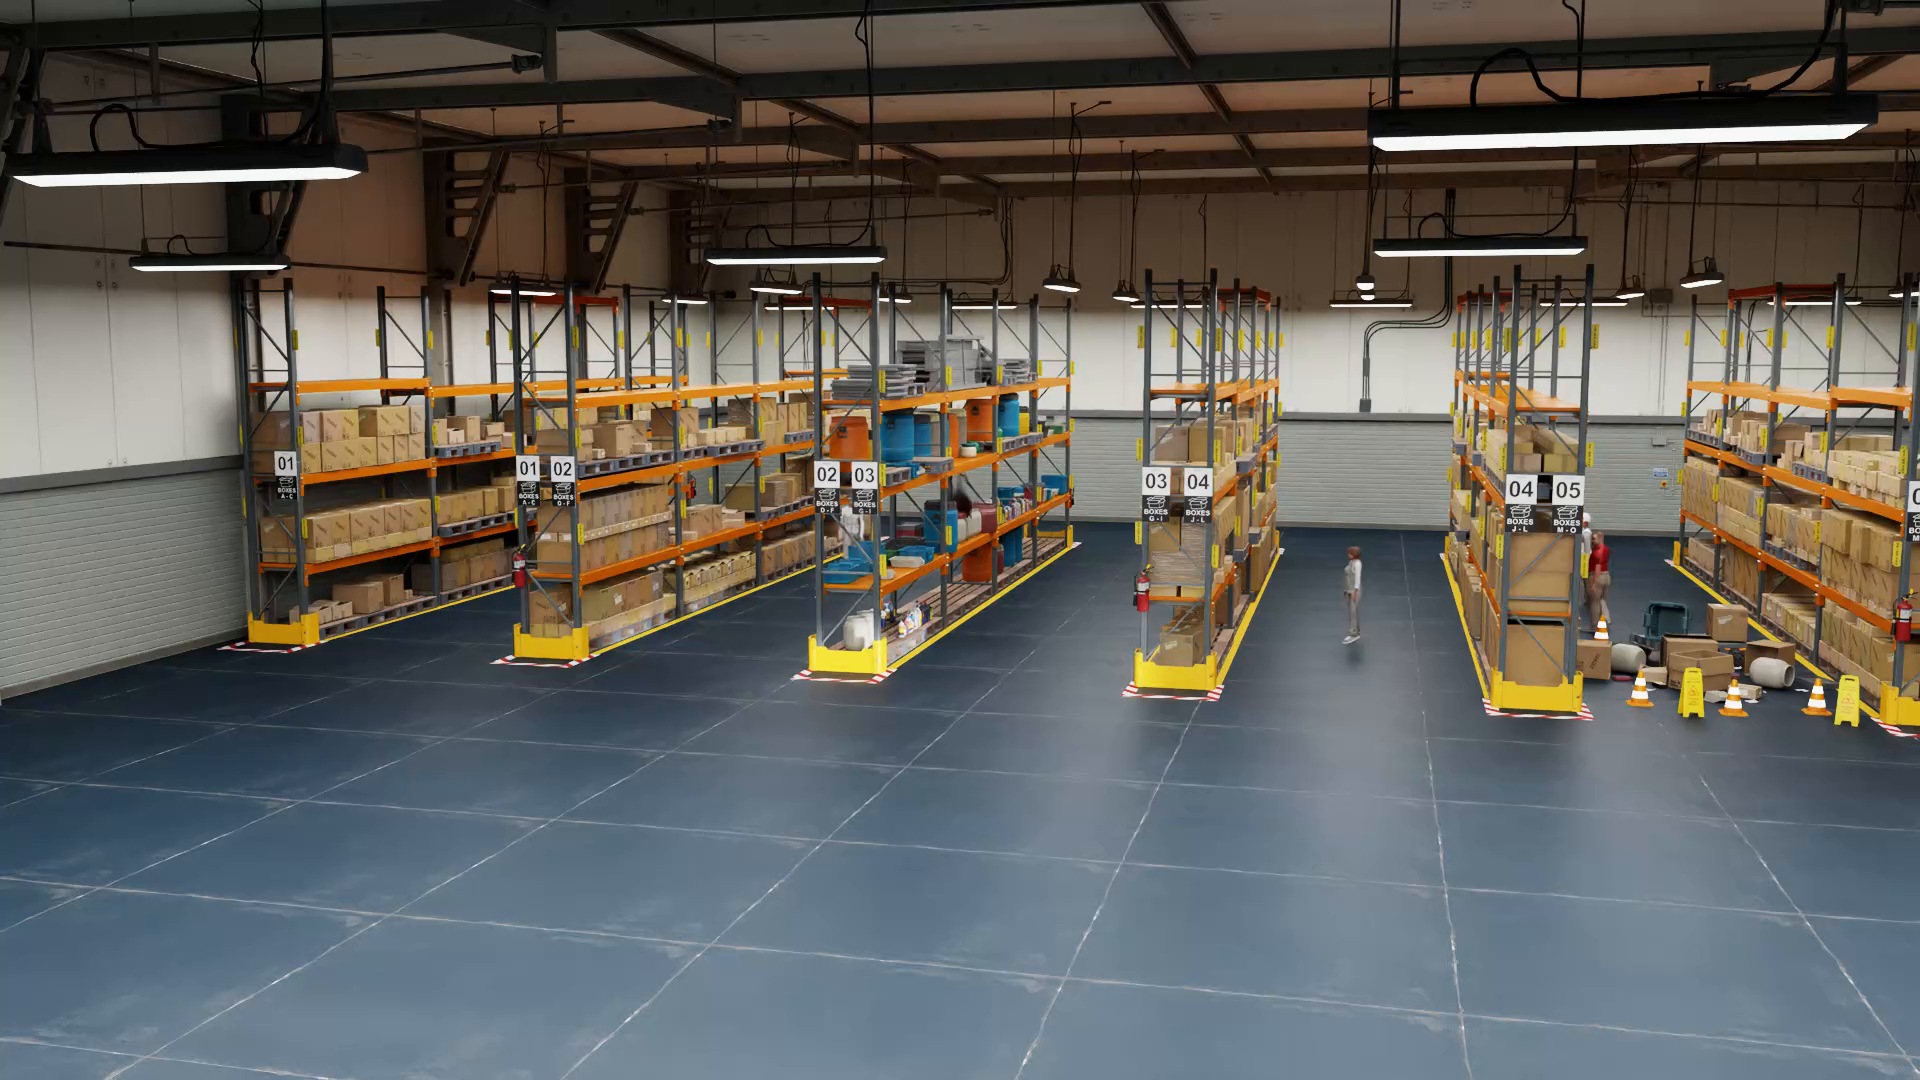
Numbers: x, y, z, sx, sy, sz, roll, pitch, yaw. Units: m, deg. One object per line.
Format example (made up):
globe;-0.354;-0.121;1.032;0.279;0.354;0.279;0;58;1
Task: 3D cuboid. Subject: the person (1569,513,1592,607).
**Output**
person;11.752;0.374;31.398;0.409;1.782;0.586;6;9;39

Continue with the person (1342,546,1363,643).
person;6.550;0.906;27.720;0.490;1.618;0.428;-3;7;-22

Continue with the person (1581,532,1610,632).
person;10.984;0.721;28.666;0.618;1.733;0.447;-5;8;-34

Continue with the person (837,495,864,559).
person;-2.210;-0.119;33.586;0.547;1.634;0.854;1;7;9
